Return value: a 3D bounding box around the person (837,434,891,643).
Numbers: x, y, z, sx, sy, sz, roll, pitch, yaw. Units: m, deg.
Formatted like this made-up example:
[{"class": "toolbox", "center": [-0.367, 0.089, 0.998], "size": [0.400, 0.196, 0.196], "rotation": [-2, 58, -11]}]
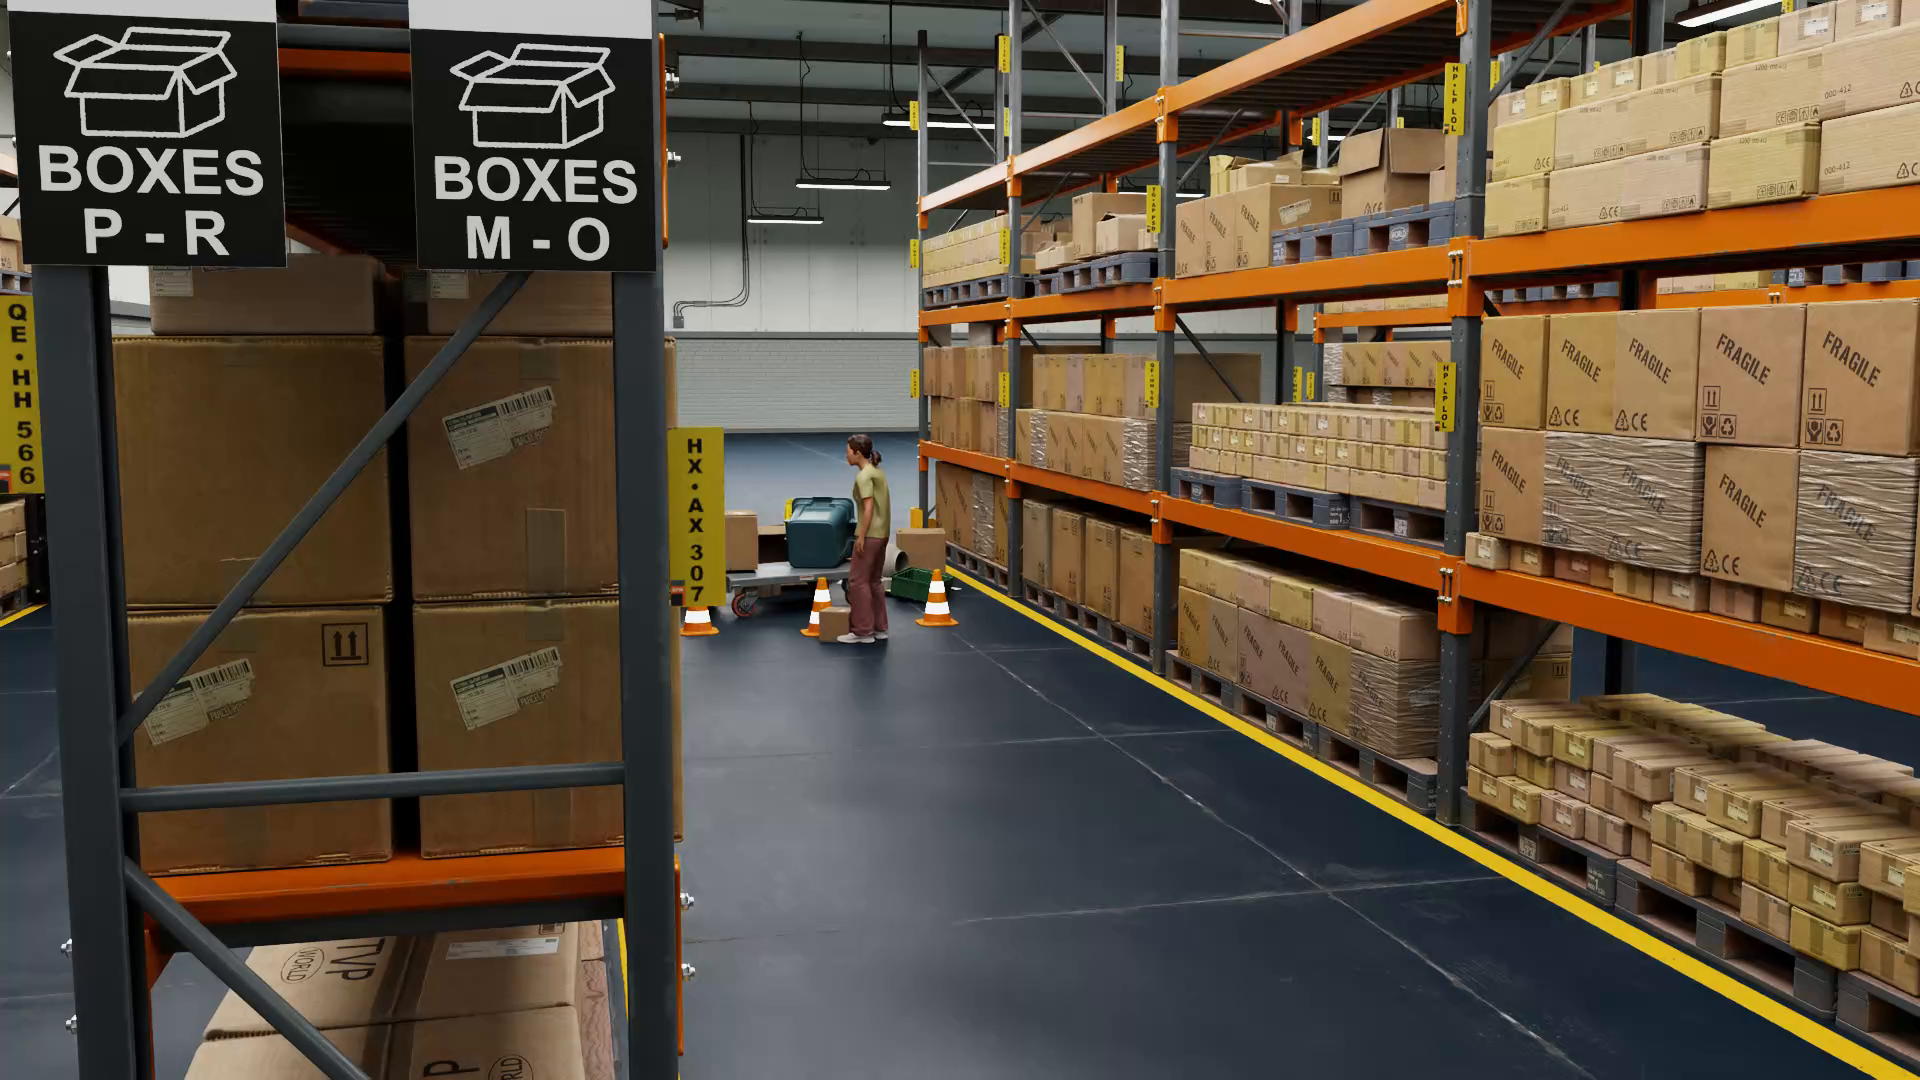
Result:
[{"class": "person", "center": [-0.768, -0.015, 13.285], "size": [0.416, 1.671, 0.520], "rotation": [1, 6, 12]}]
